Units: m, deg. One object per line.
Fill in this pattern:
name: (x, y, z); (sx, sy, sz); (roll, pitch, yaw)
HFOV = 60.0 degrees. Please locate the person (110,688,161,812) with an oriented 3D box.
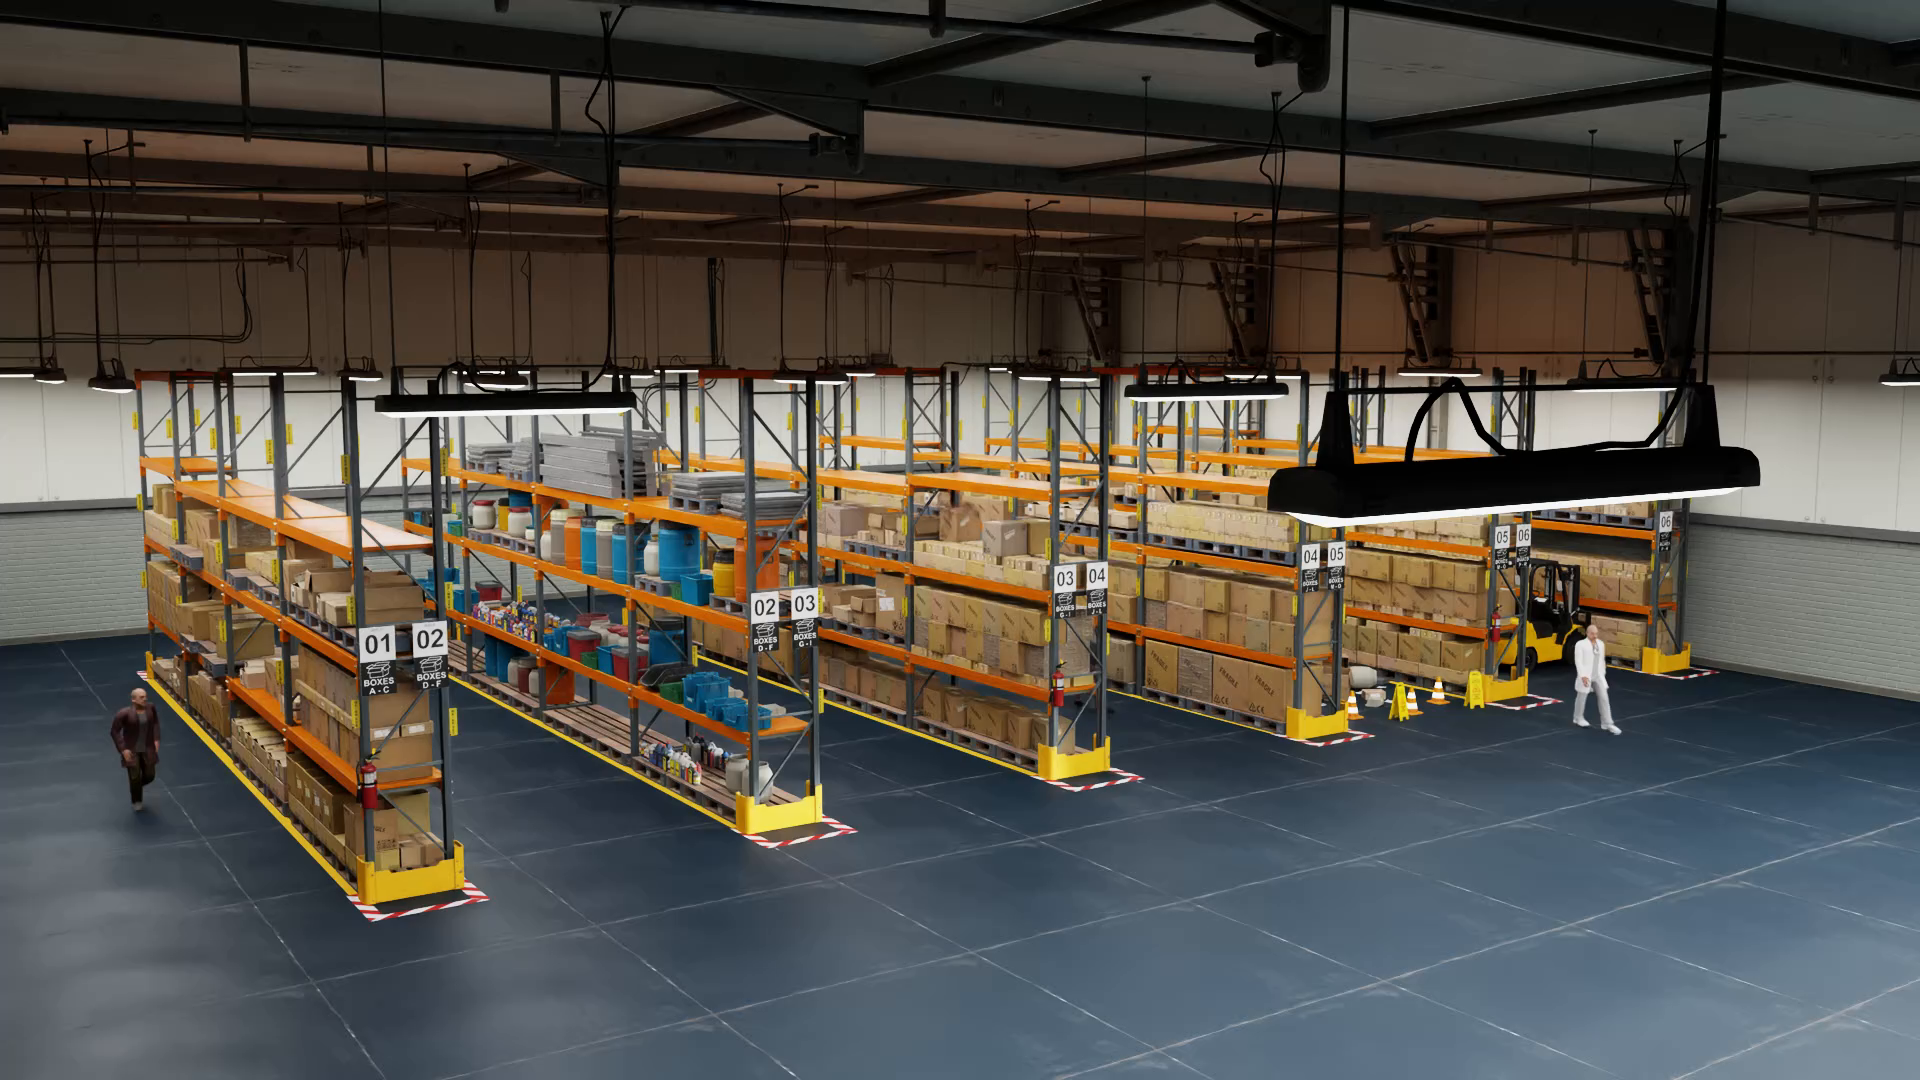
person: (-11.478, 2.885, 23.116); (0.669, 1.722, 0.649); (-6, 9, -42)

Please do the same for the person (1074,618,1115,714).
person: (2.329, 2.184, 29.235); (0.580, 1.654, 1.069); (-2, 7, -18)

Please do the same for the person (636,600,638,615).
person: (-7.477, 1.087, 39.219); (0.931, 1.645, 0.509); (-5, 8, -39)

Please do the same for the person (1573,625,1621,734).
person: (10.612, 2.300, 27.850); (0.621, 1.744, 0.940); (-1, 6, -6)
